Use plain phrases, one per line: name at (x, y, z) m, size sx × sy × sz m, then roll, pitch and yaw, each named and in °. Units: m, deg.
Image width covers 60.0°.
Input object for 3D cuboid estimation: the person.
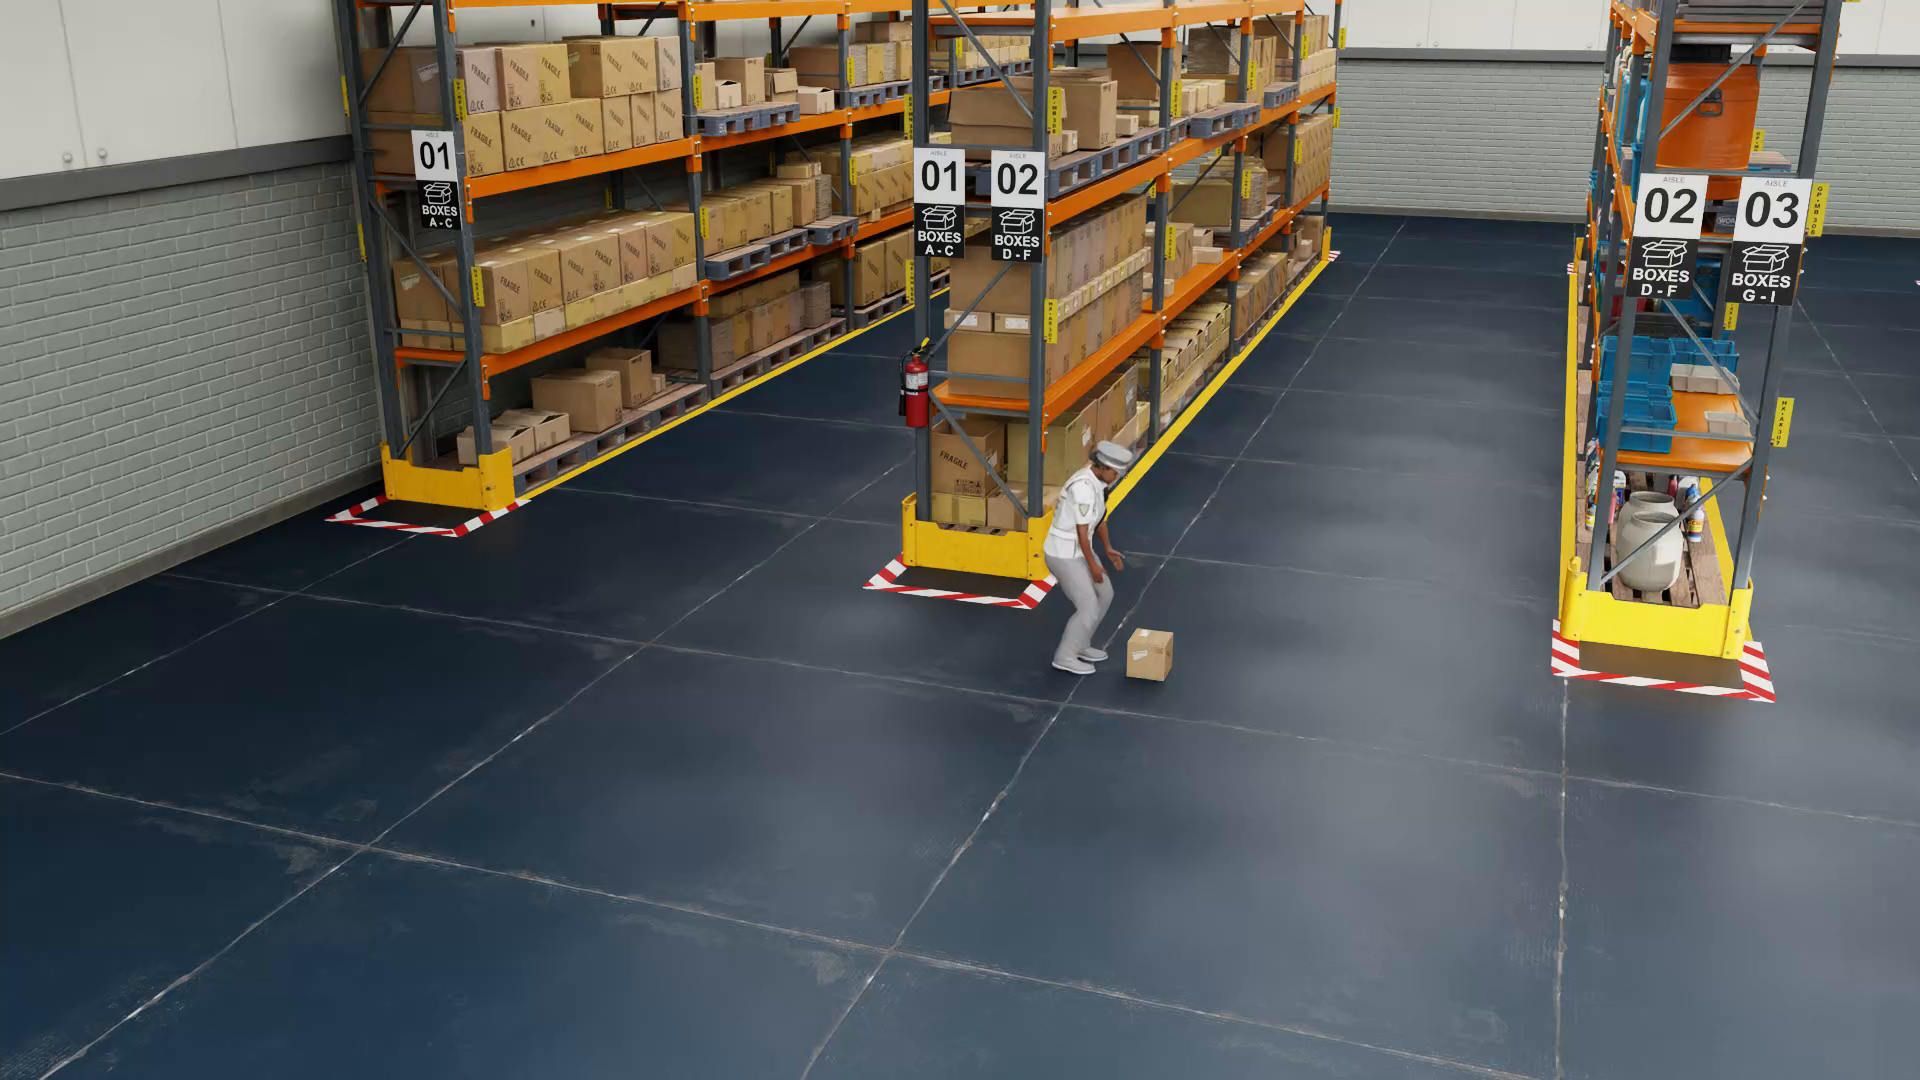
person at (0.841, 0.099, 10.973) m, size 0.563 × 1.546 × 0.480 m, roll 7°, pitch 20°, yaw 19°
